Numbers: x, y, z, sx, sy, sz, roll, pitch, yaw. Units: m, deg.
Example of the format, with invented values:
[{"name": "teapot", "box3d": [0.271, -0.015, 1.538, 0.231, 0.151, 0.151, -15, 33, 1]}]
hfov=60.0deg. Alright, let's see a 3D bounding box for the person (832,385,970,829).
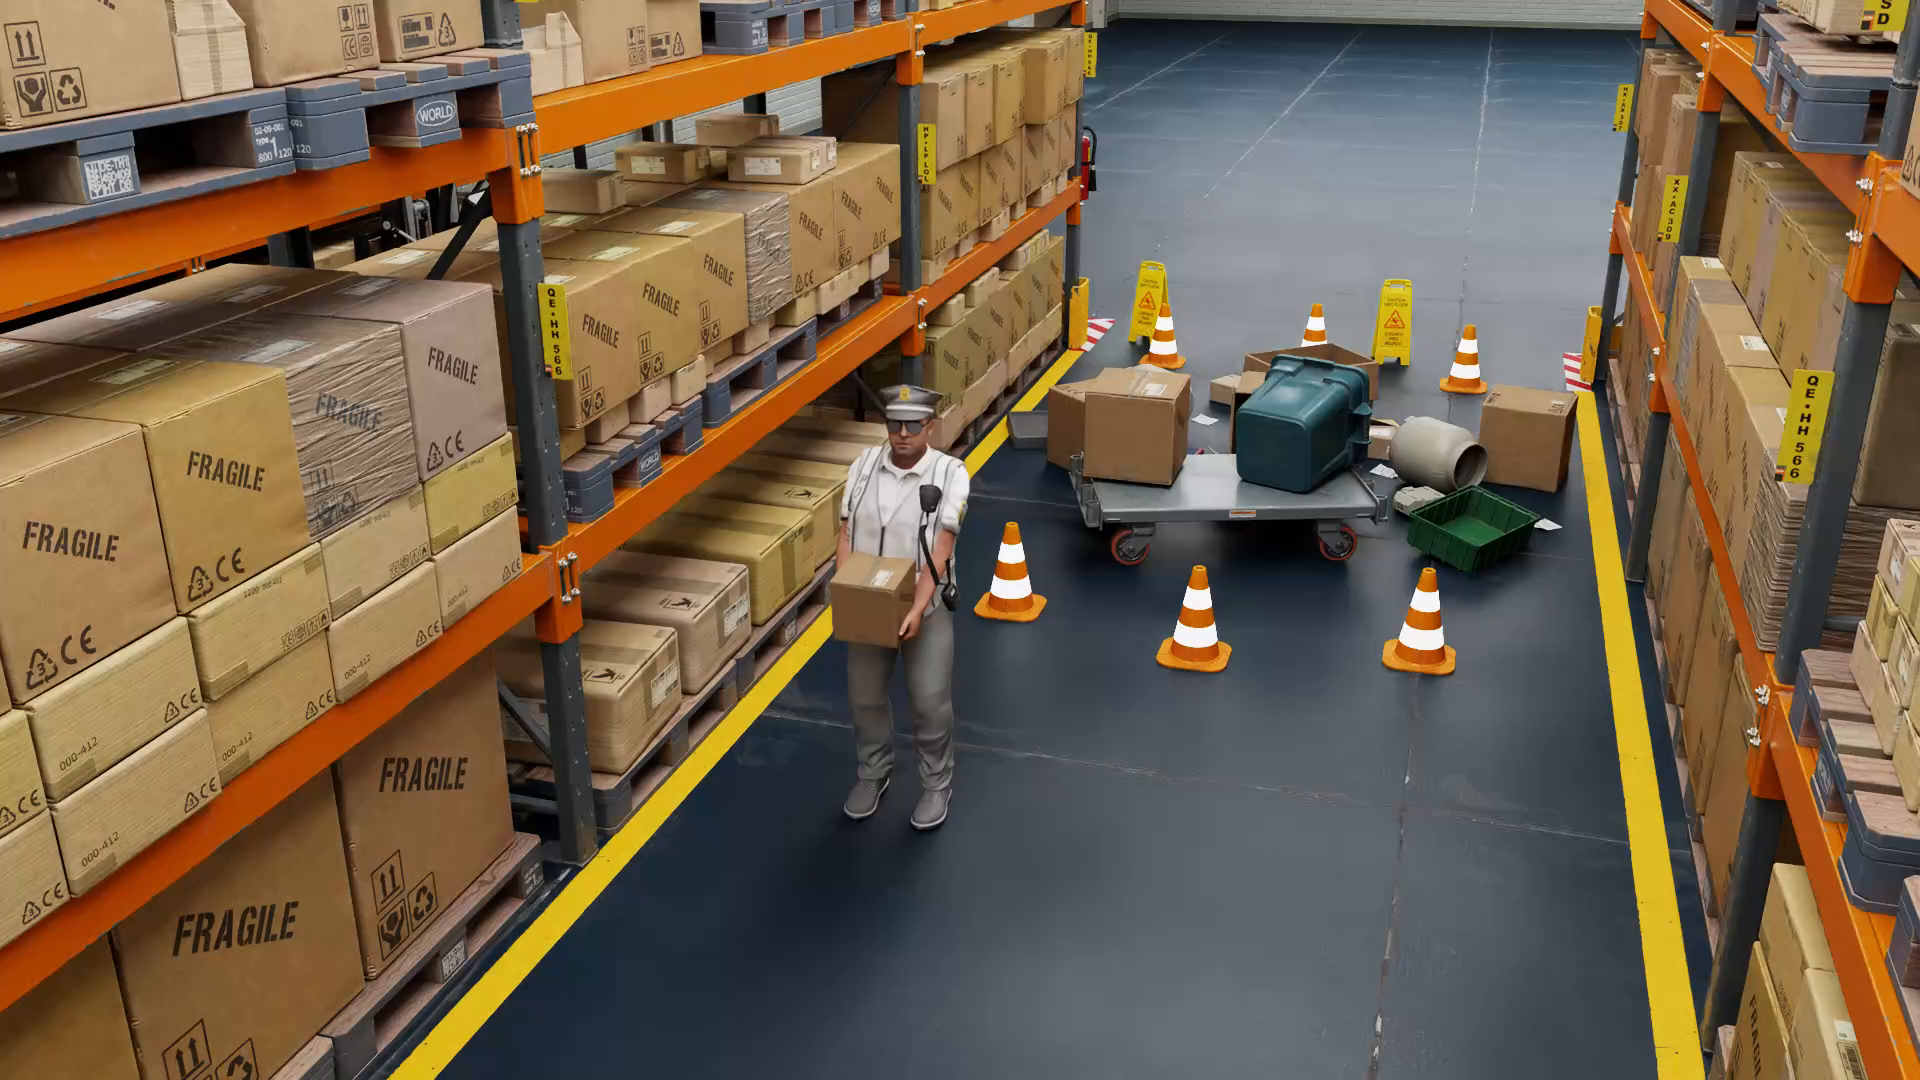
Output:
[{"name": "person", "box3d": [-0.241, 0.275, 6.370, 0.494, 1.766, 0.569, 7, 23, 17]}]
